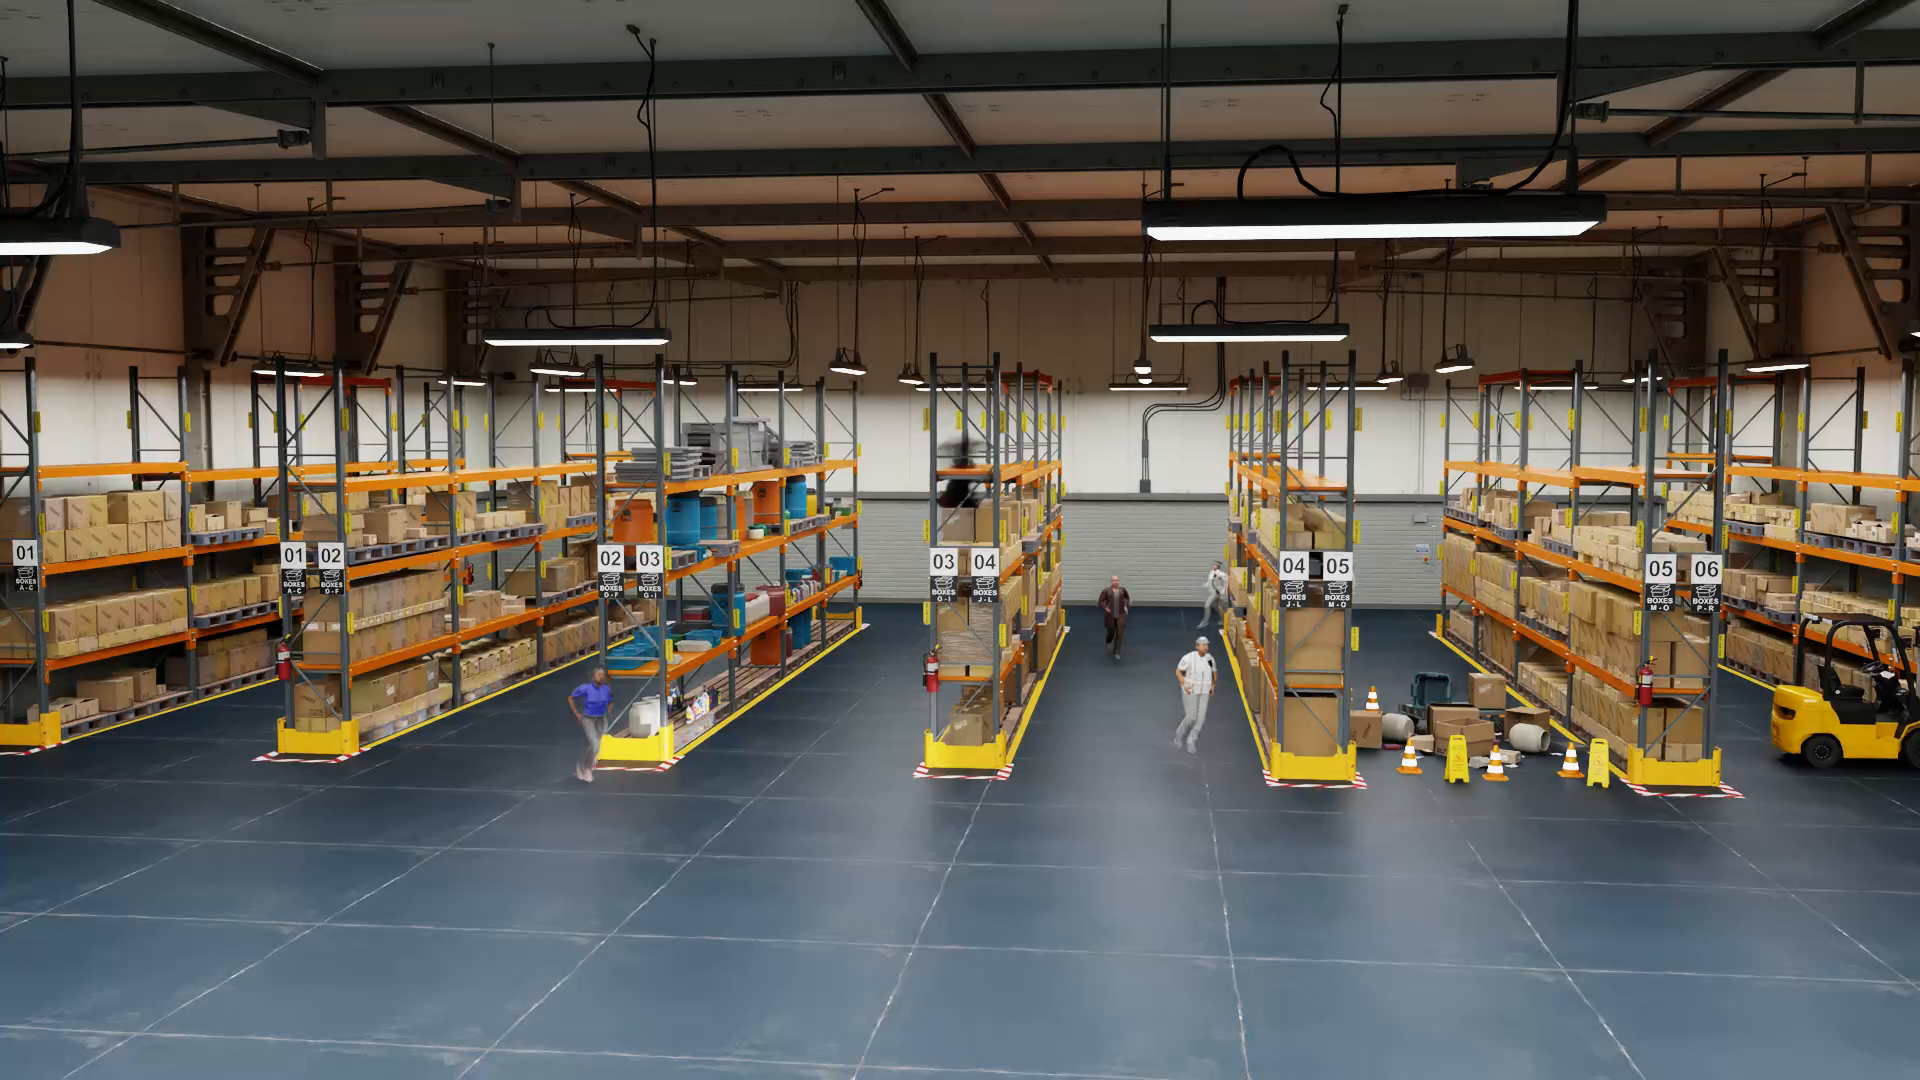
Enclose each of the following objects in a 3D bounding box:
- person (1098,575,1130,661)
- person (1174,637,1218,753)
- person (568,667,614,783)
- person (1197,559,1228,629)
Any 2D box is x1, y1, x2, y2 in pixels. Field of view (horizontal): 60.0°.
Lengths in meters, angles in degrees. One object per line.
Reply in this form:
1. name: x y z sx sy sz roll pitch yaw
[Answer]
1. person: 3.283 1.631 35.284 0.710 1.764 0.934 0 4 -5
2. person: 3.440 2.216 24.049 0.623 1.654 0.496 -1 4 -16
3. person: -5.114 2.575 23.209 0.621 1.605 0.663 -4 6 -43
4. person: 6.184 1.302 40.343 0.912 1.695 0.662 -1 4 -16
